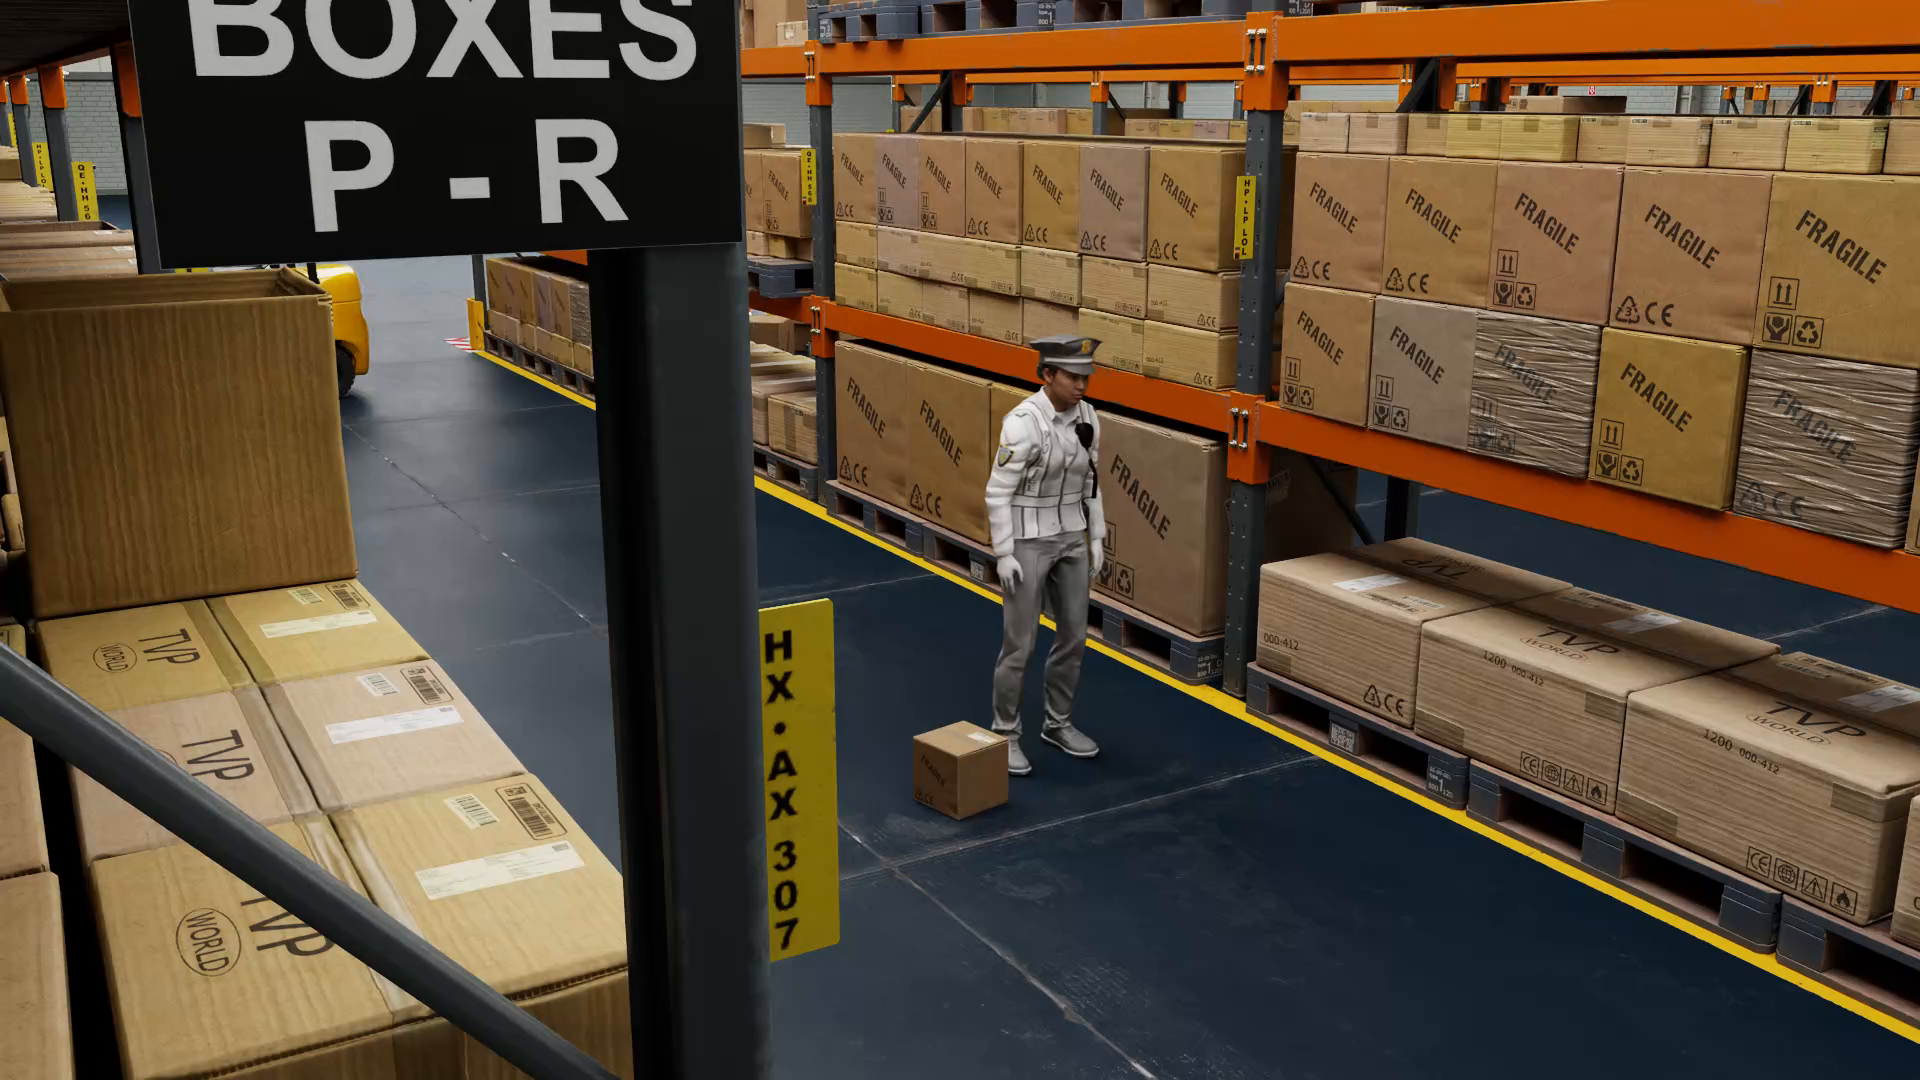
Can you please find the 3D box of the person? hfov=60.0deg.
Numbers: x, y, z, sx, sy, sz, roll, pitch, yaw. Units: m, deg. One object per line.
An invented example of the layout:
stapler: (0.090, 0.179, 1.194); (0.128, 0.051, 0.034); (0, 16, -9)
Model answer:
person: (0.347, 0.038, 6.367); (0.547, 1.663, 0.346); (-10, 18, -33)
